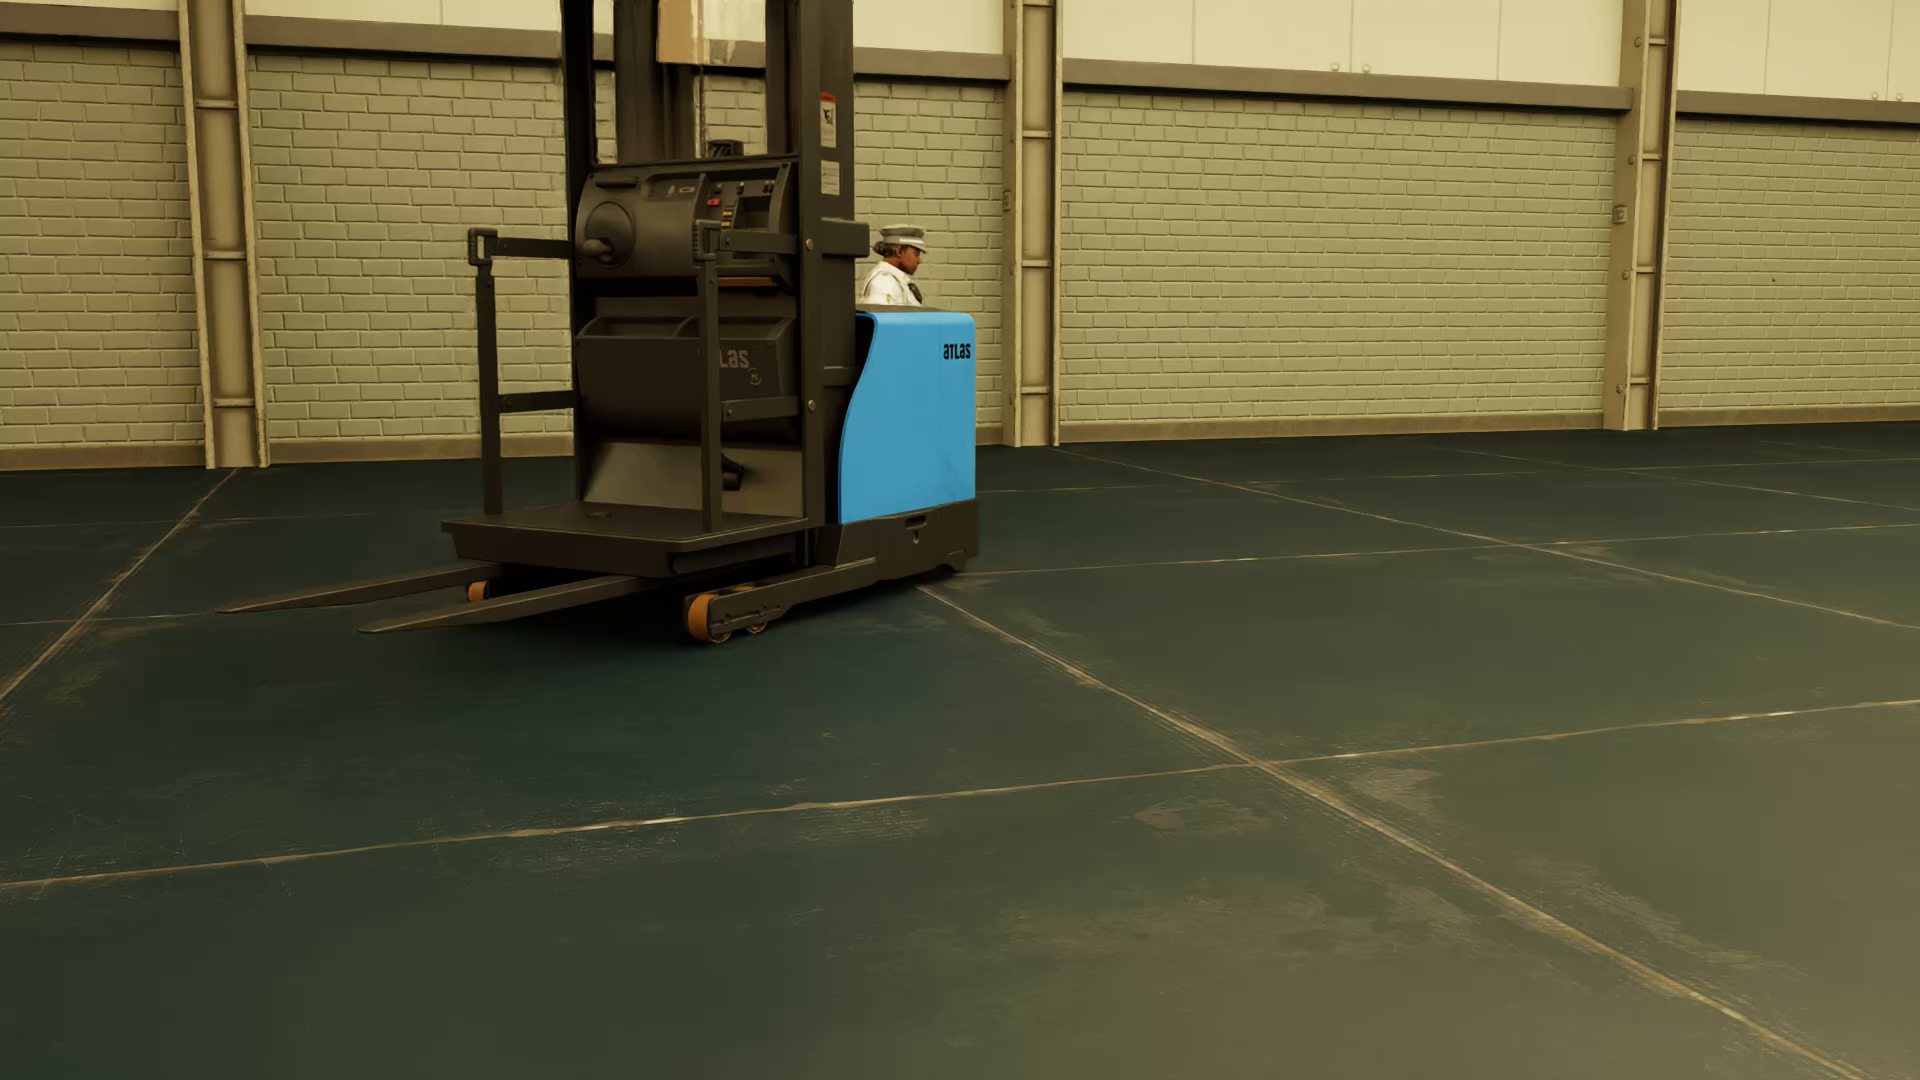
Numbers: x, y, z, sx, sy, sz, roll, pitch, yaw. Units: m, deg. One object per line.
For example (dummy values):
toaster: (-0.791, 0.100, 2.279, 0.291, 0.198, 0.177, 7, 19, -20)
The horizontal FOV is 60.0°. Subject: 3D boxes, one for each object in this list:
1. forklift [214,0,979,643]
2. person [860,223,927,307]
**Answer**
forklift: (-1.100, -1.184, 5.749, 1.130, 2.935, 3.031, 5, 9, 30)
person: (-0.285, -0.828, 8.474, 0.649, 1.546, 0.877, 1, 8, 5)
